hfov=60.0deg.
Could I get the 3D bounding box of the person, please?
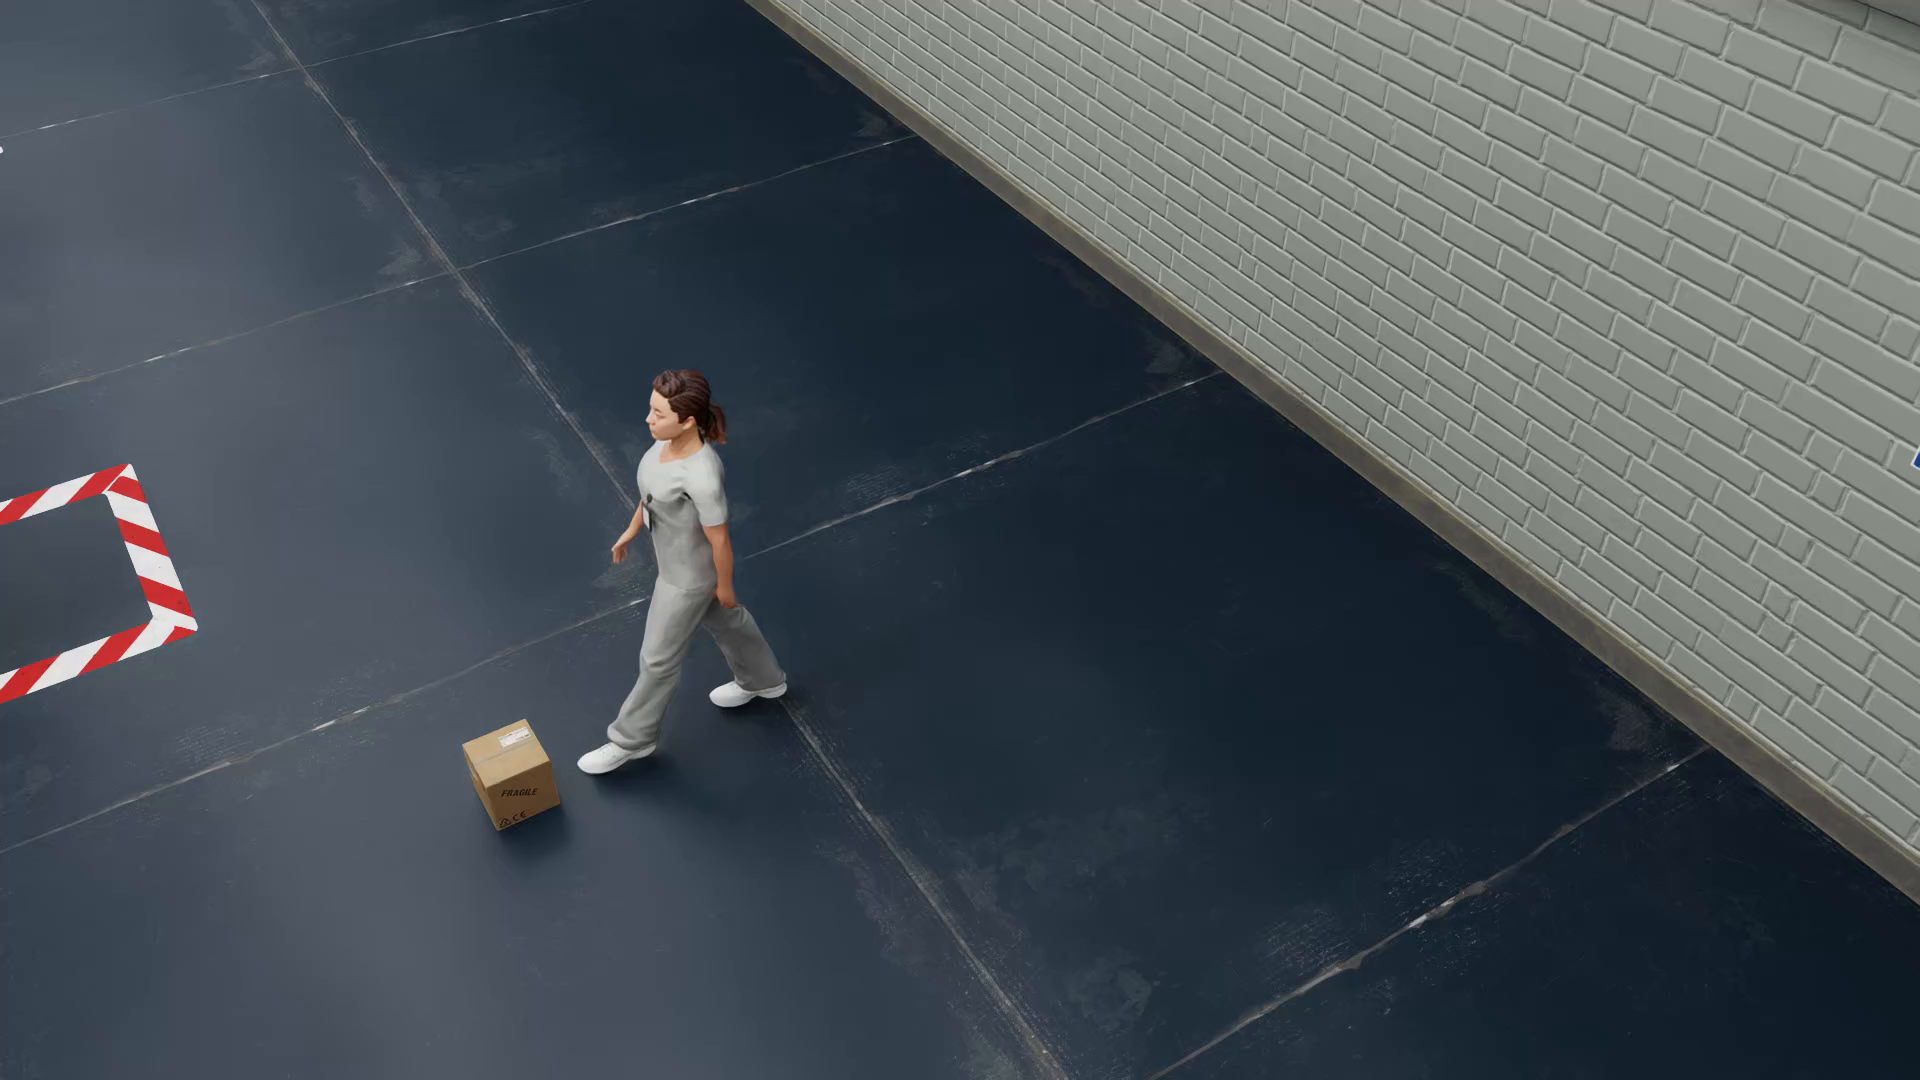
[{"bbox_3d":[-1.091,0.091,6.031,0.854,1.637,0.451,-11,42,-12],"label":"person"}]
